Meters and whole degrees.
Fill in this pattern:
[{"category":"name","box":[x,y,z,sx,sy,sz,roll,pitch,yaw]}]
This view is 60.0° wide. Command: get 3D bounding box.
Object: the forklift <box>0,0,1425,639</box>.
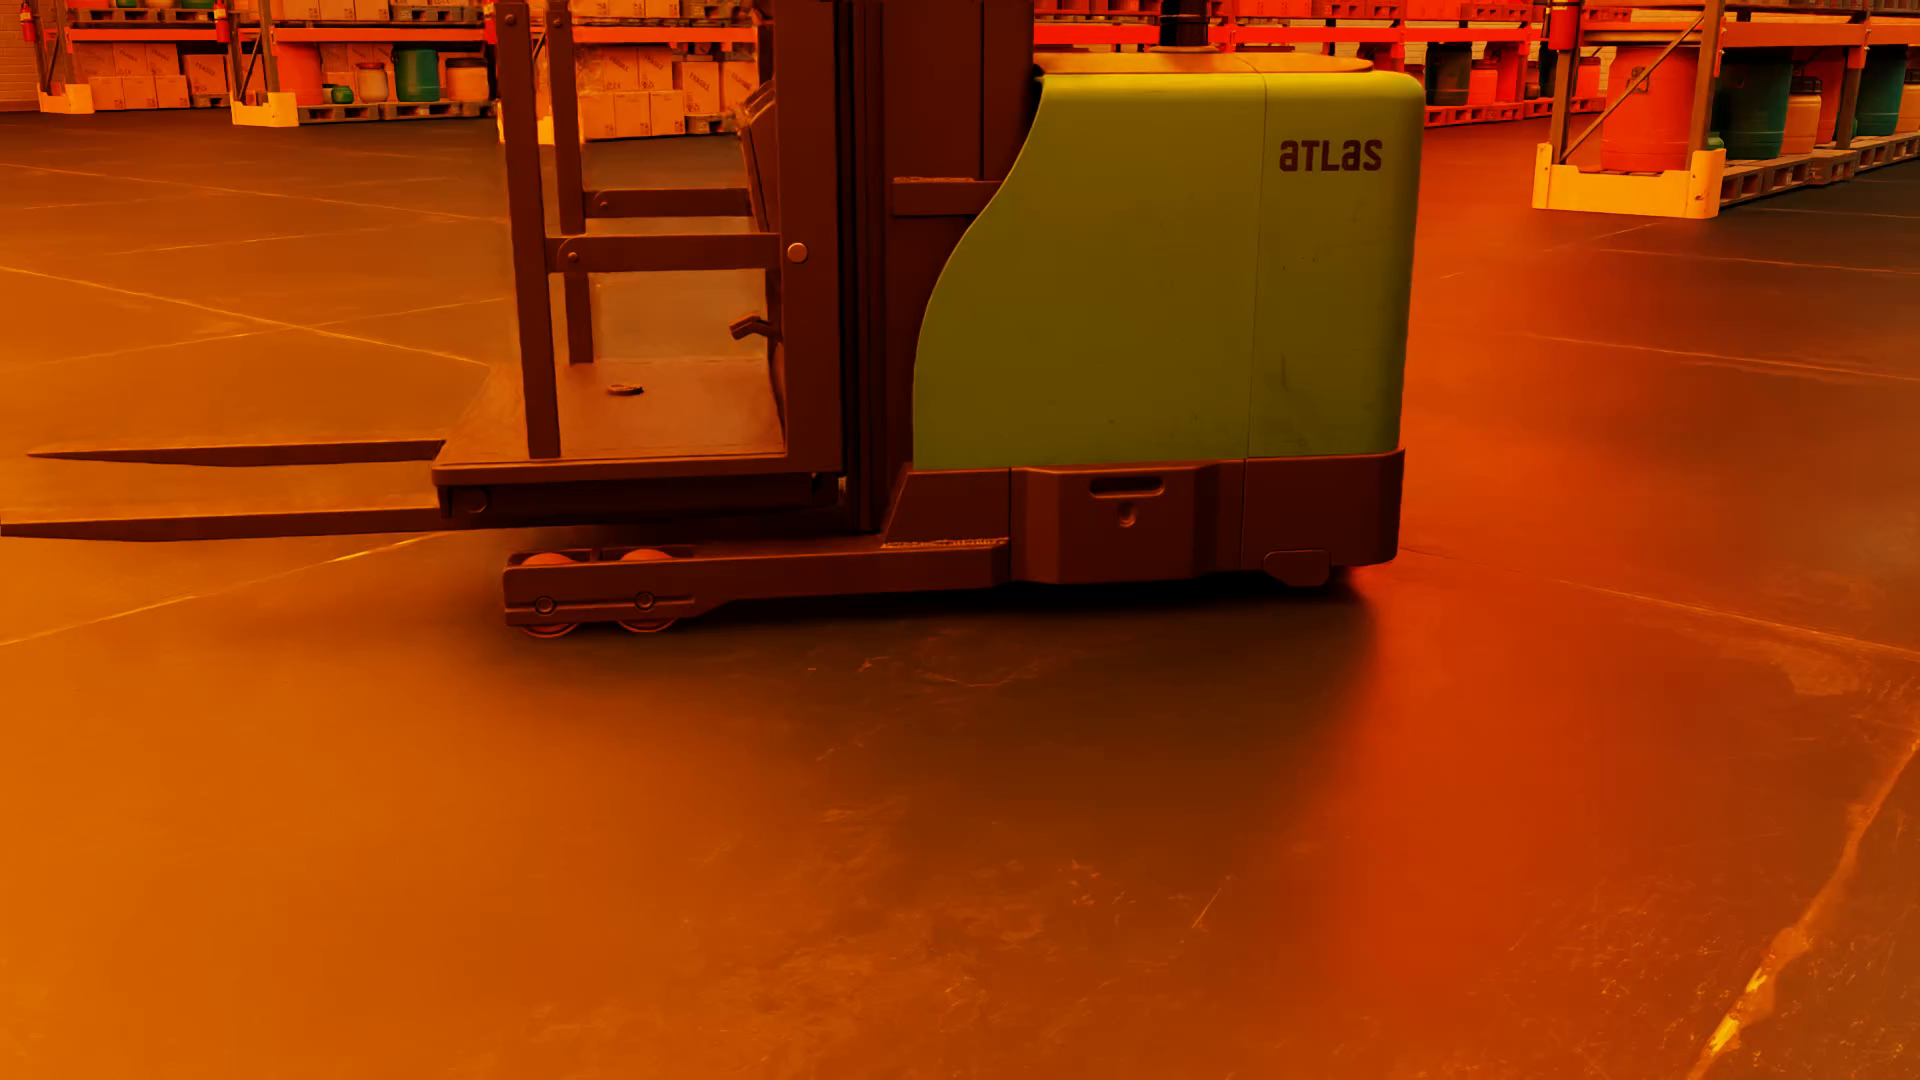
[{"category":"forklift","box":[-0.614,-1.371,3.413,3.031,2.935,1.130,-2,17,-8]}]
